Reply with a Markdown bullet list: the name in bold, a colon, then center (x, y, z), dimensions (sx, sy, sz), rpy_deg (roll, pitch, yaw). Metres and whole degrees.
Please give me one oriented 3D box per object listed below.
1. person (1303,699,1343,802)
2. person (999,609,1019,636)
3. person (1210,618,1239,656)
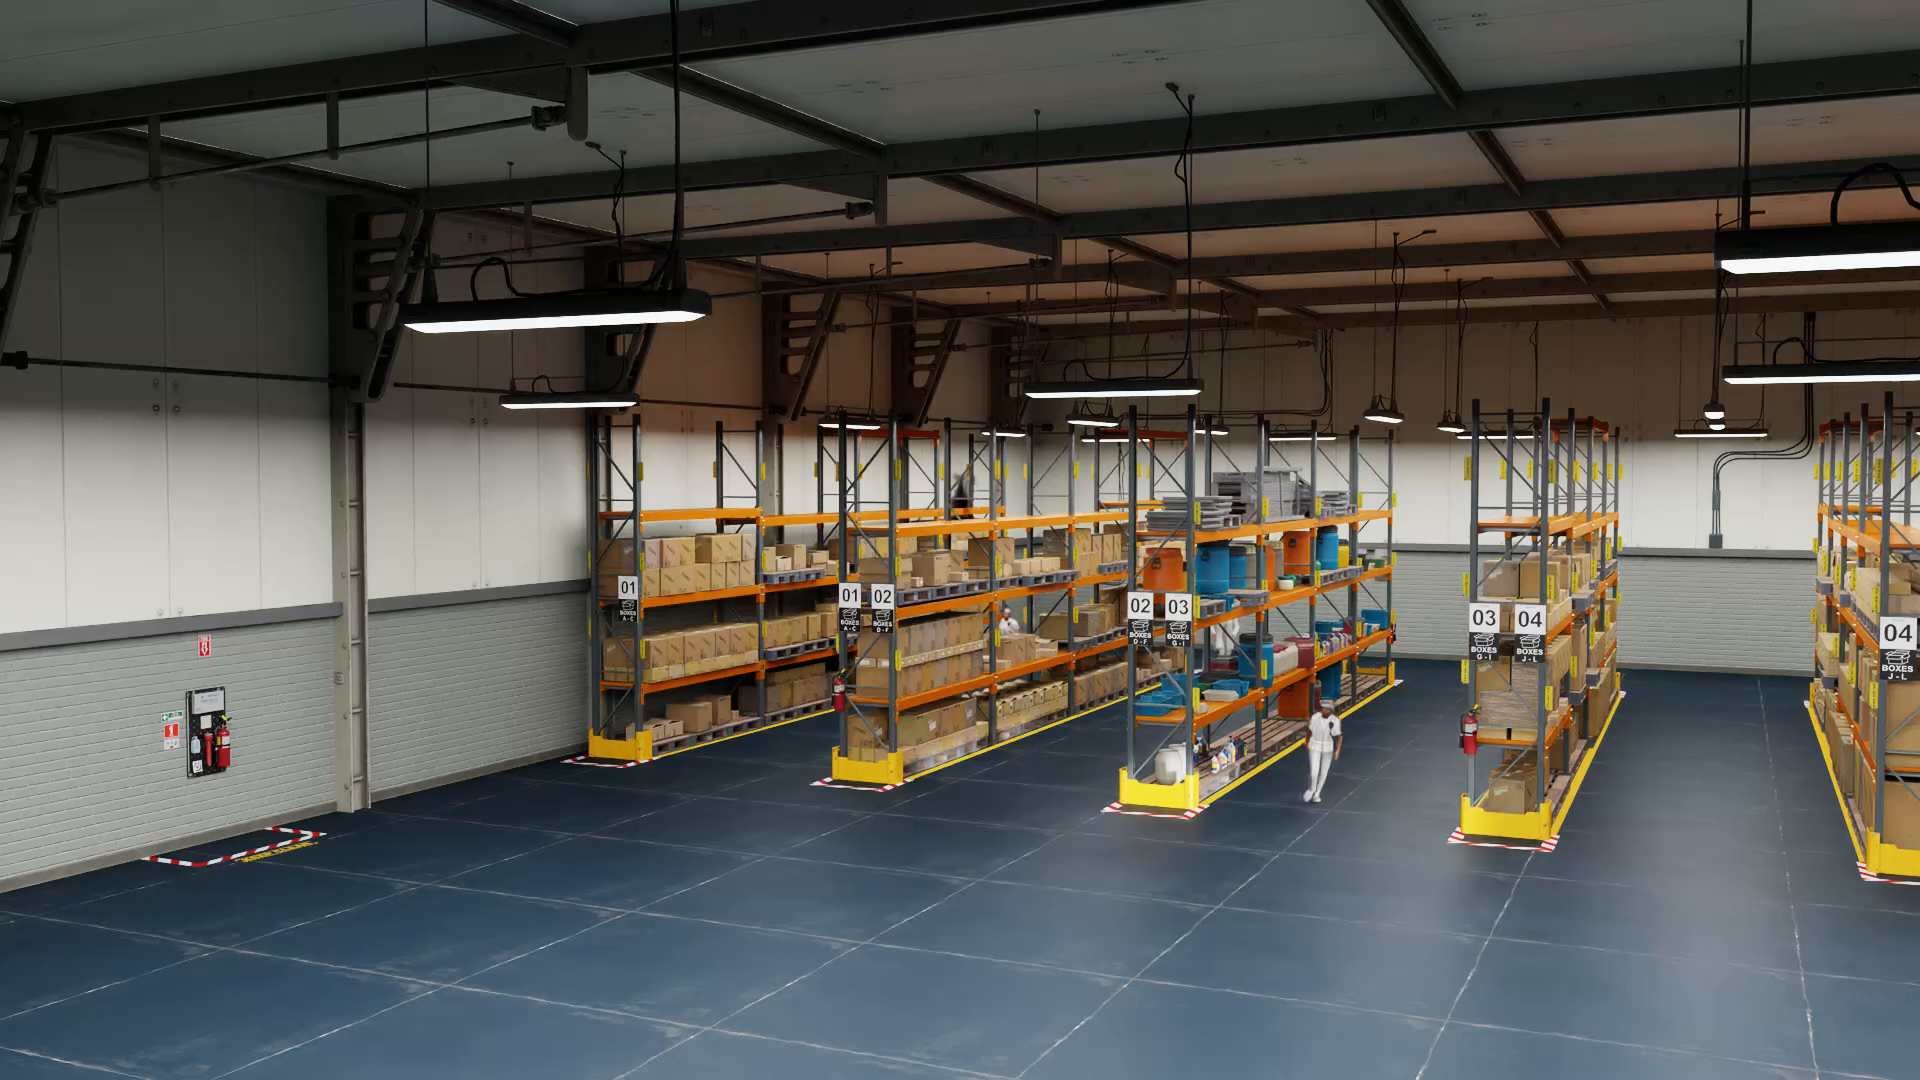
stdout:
- **person**: center (5.444, 3.164, 24.951), dimensions (0.556, 1.610, 0.711), rpy_deg (0, 2, 4)
- **person**: center (1.172, 2.522, 40.432), dimensions (0.589, 1.702, 0.701), rpy_deg (1, 3, 22)
- **person**: center (6.490, 2.456, 40.892), dimensions (0.736, 1.744, 0.732), rpy_deg (0, 2, 6)
